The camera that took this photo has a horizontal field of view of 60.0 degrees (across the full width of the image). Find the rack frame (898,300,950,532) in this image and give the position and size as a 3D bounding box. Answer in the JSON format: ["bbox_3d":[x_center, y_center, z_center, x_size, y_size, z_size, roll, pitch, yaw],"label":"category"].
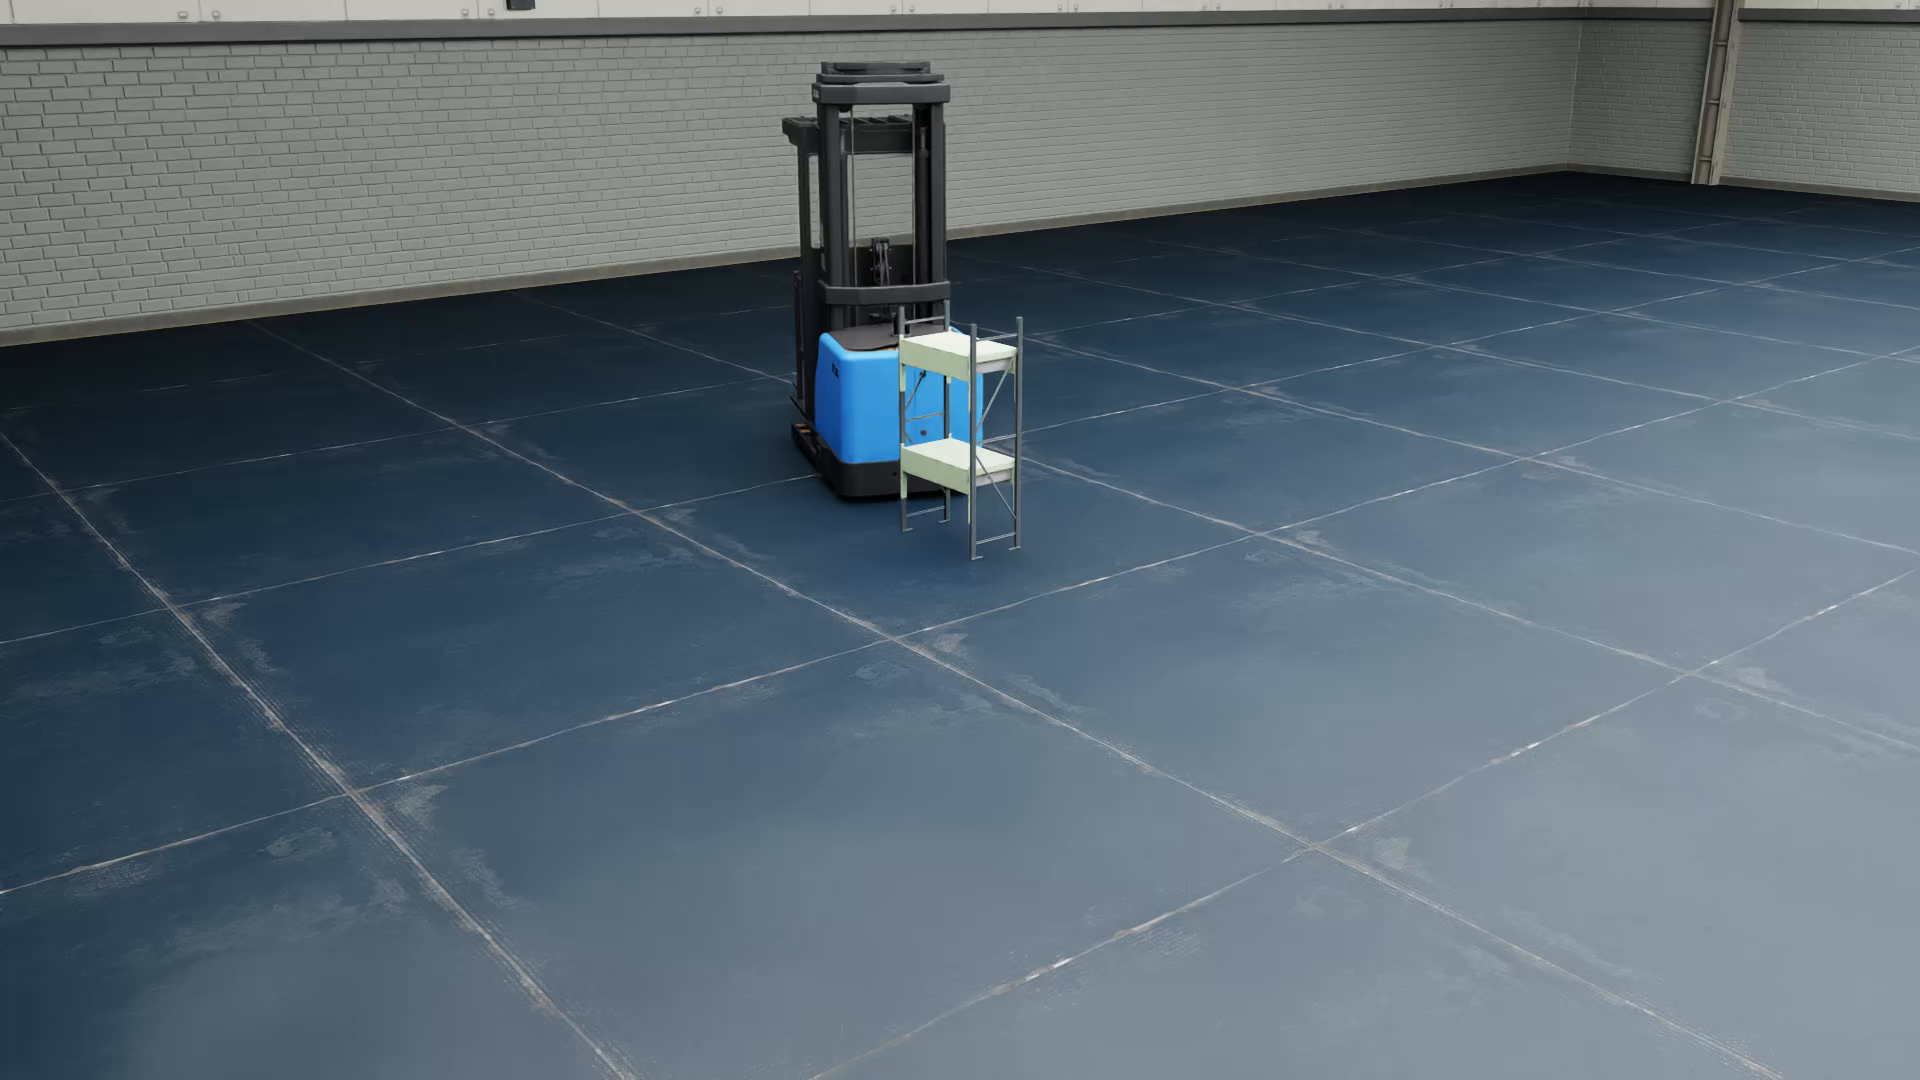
[{"bbox_3d":[-0.231,-0.804,10.904,0.400,1.500,0.023,-14,23,-36],"label":"rack frame"}]

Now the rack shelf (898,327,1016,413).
[{"bbox_3d":[-0.004,-1.084,10.509,0.431,0.370,0.720,-14,23,-36],"label":"rack shelf"}]

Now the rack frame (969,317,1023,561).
[{"bbox_3d":[0.223,-0.623,10.359,0.400,1.500,0.023,-14,23,-36],"label":"rack frame"}]

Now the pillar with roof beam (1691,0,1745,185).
[{"bbox_3d":[10.401,-10.016,26.795,9.100,9.000,0.400,-14,23,-36],"label":"pillar with roof beam"}]

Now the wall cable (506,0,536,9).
[{"bbox_3d":[-4.258,-9.156,18.787,2.305,6.003,0.169,-14,23,-36],"label":"wall cable"}]

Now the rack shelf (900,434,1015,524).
[{"bbox_3d":[-0.004,-0.404,10.734,0.431,0.370,0.720,-14,23,-36],"label":"rack shelf"}]

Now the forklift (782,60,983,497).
[{"bbox_3d":[-0.706,-2.117,12.593,1.130,2.935,3.031,-5,19,-15],"label":"forklift"}]

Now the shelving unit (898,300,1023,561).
[{"bbox_3d":[-0.004,-0.714,10.632,0.431,1.500,0.755,-14,23,-36],"label":"shelving unit"}]
